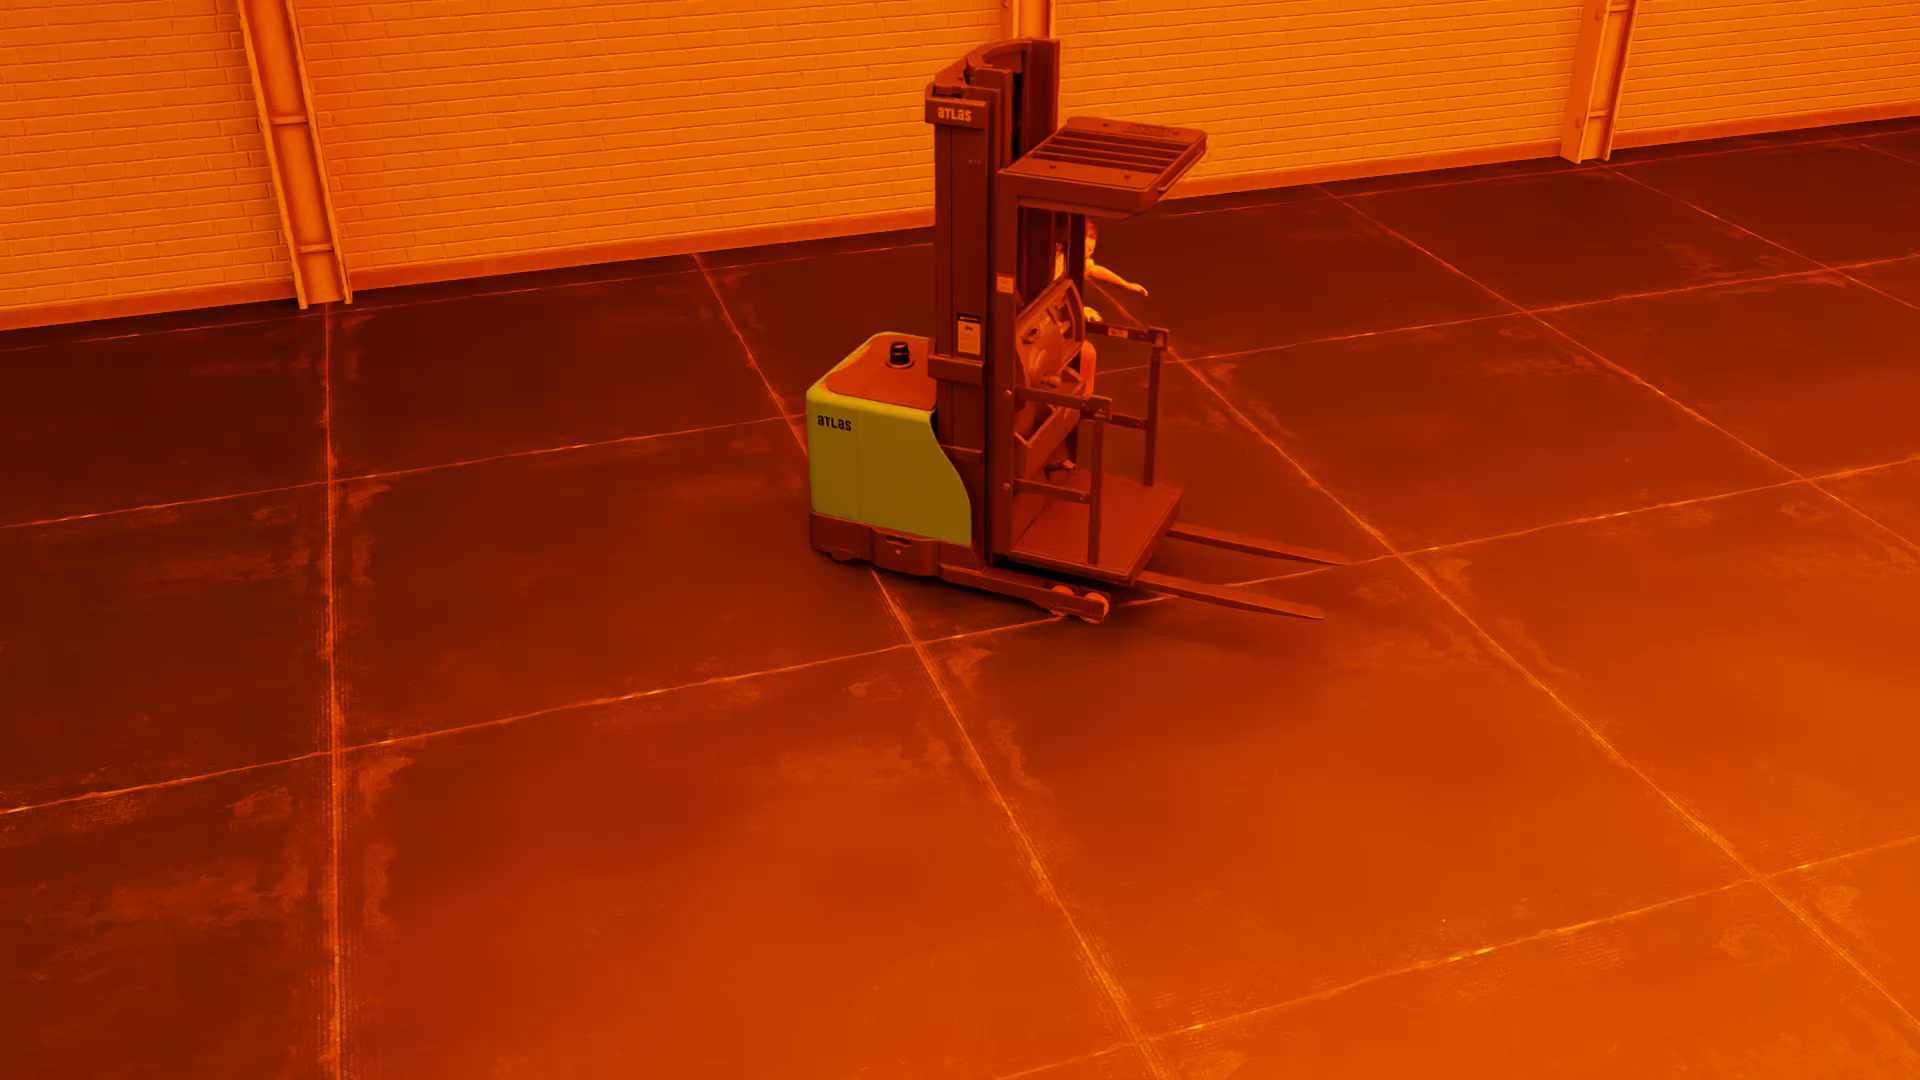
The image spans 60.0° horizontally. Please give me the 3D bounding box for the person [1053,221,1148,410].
[{"bbox_3d":[0.797,-1.346,10.956,1.036,1.459,0.829,-9,31,-15],"label":"person"}]

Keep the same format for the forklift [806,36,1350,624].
[{"bbox_3d":[0.679,-1.110,9.016,3.031,2.935,1.130,12,32,20],"label":"forklift"}]
